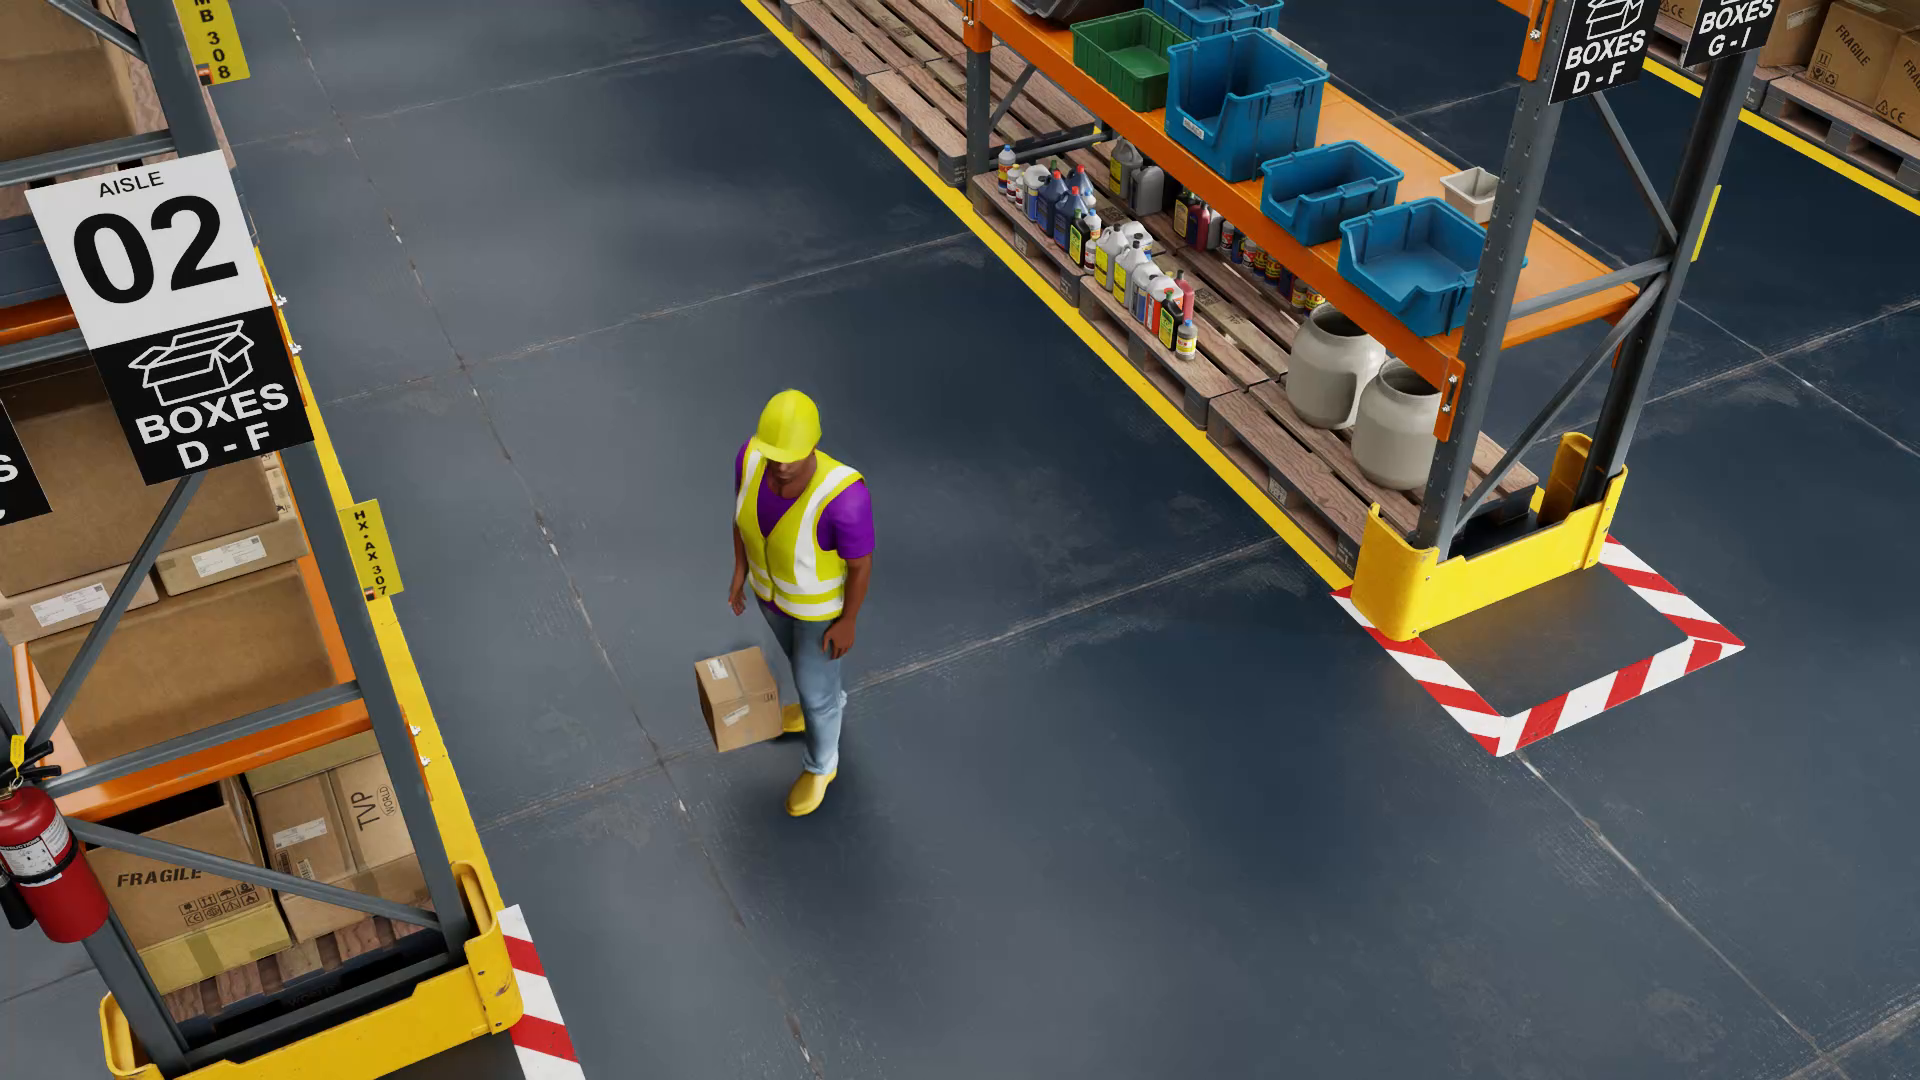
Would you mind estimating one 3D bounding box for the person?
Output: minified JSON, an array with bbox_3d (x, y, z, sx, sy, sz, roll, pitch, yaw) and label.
[{"bbox_3d":[-0.572,0.193,5.916,0.574,1.766,0.547,28,48,29],"label":"person"}]
